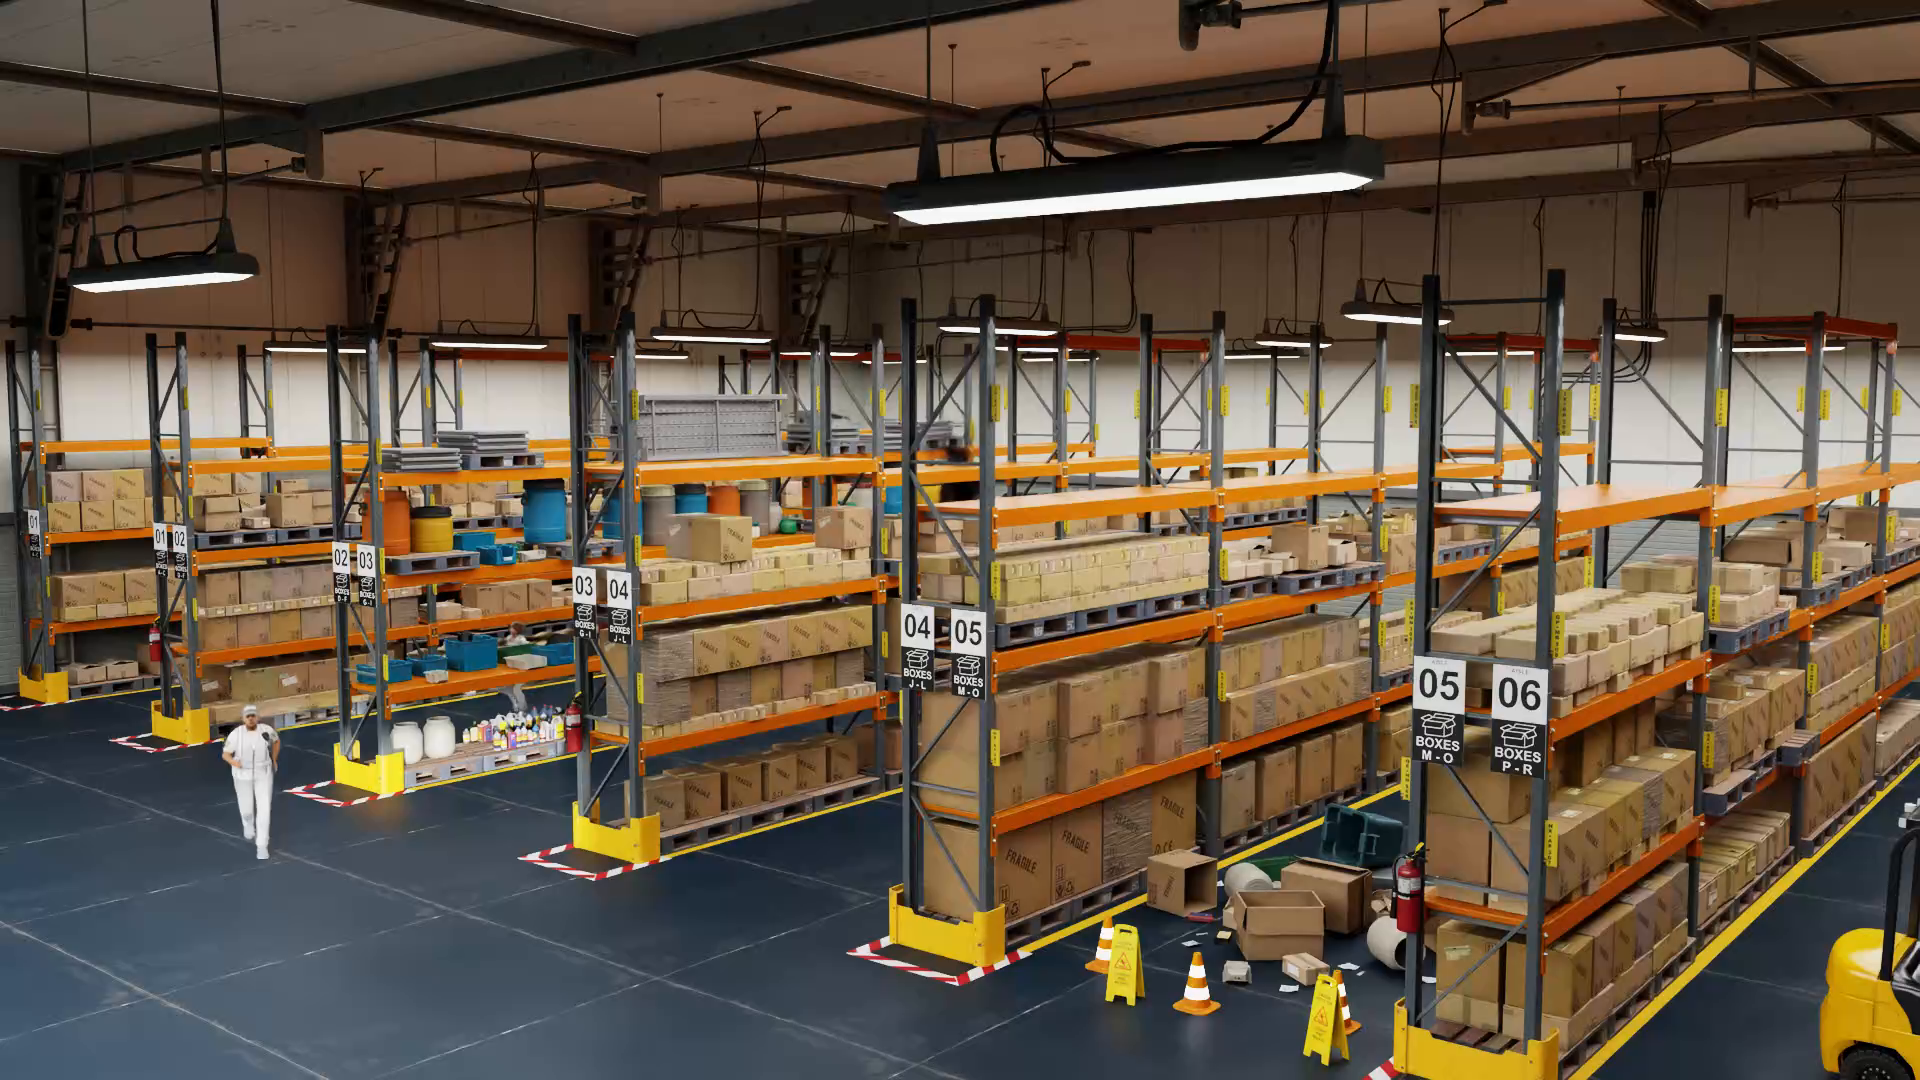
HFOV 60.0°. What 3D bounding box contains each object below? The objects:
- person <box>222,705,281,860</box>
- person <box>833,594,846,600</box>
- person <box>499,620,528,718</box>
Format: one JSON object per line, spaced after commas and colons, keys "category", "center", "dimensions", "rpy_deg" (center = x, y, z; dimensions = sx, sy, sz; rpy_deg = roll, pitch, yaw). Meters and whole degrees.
{"category": "person", "center": [-7.910, 2.661, 18.604], "dimensions": [0.611, 1.668, 0.931], "rpy_deg": [-2, 6, -24]}
{"category": "person", "center": [-2.428, 1.374, 32.479], "dimensions": [0.638, 1.740, 0.587], "rpy_deg": [2, 6, 25]}
{"category": "person", "center": [-7.005, 2.039, 26.062], "dimensions": [0.524, 1.561, 0.559], "rpy_deg": [3, 6, 26]}
